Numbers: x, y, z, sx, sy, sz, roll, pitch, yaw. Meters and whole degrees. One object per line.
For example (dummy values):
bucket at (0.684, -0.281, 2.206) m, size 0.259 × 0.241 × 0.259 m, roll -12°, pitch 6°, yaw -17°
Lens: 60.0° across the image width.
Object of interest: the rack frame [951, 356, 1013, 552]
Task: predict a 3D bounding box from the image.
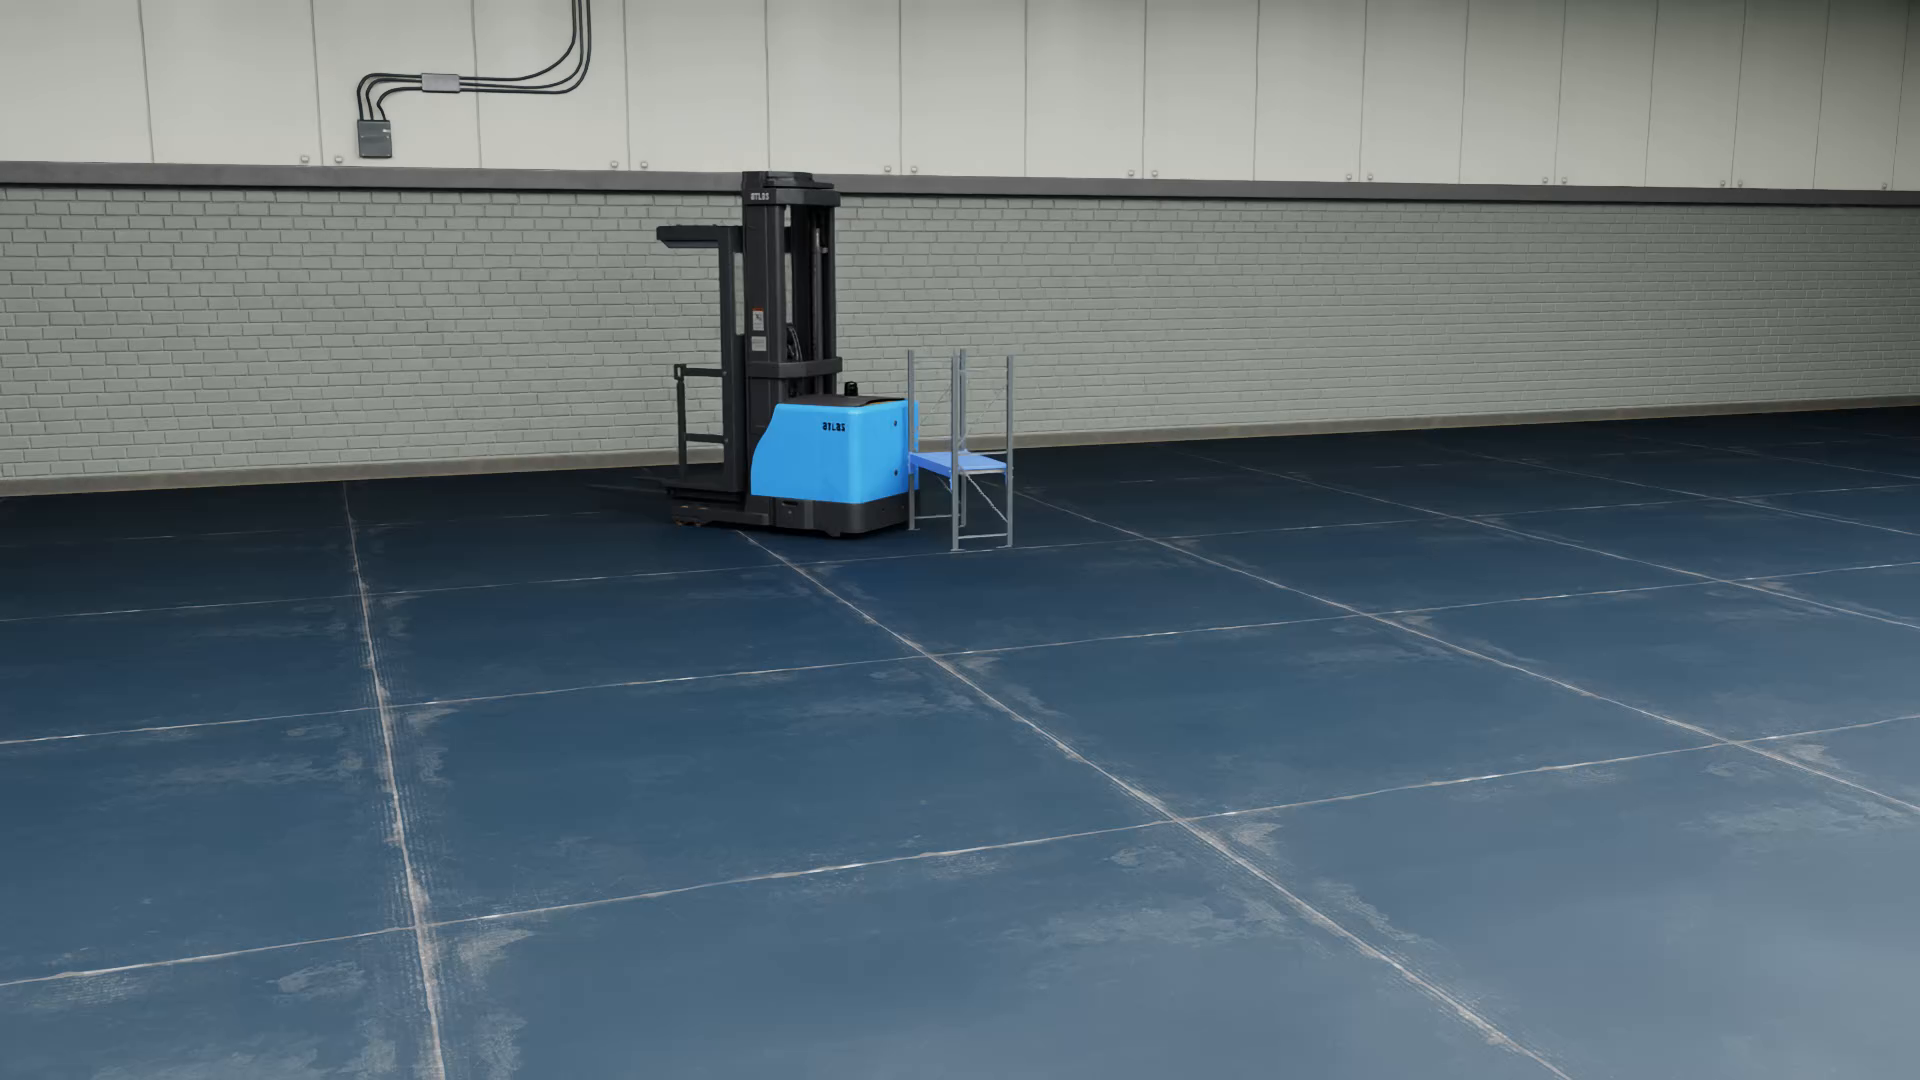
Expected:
rack frame at (0.173, -0.667, 12.885) m, size 0.500 × 1.500 × 0.032 m, roll -4°, pitch 11°, yaw -21°

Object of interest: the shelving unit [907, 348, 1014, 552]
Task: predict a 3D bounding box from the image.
shelving unit at (-0.009, -0.750, 13.353) m, size 0.538 × 1.500 × 1.048 m, roll -4°, pitch 11°, yaw -21°

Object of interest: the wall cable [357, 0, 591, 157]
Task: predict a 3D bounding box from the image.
wall cable at (-4.821, -6.795, 16.212) m, size 2.305 × 6.003 × 0.169 m, roll -4°, pitch 11°, yaw -21°

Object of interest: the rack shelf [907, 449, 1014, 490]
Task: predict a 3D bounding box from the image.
rack shelf at (-0.009, -0.573, 13.384) m, size 0.538 × 0.185 × 1.000 m, roll -4°, pitch 11°, yaw -21°

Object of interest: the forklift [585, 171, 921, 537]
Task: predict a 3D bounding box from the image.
forklift at (-1.871, -1.628, 14.201) m, size 3.031 × 2.935 × 1.130 m, roll 6°, pitch 12°, yaw 29°

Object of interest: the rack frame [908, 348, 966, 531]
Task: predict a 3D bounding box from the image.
rack frame at (-0.190, -0.833, 13.820) m, size 0.500 × 1.500 × 0.032 m, roll -4°, pitch 11°, yaw -21°
